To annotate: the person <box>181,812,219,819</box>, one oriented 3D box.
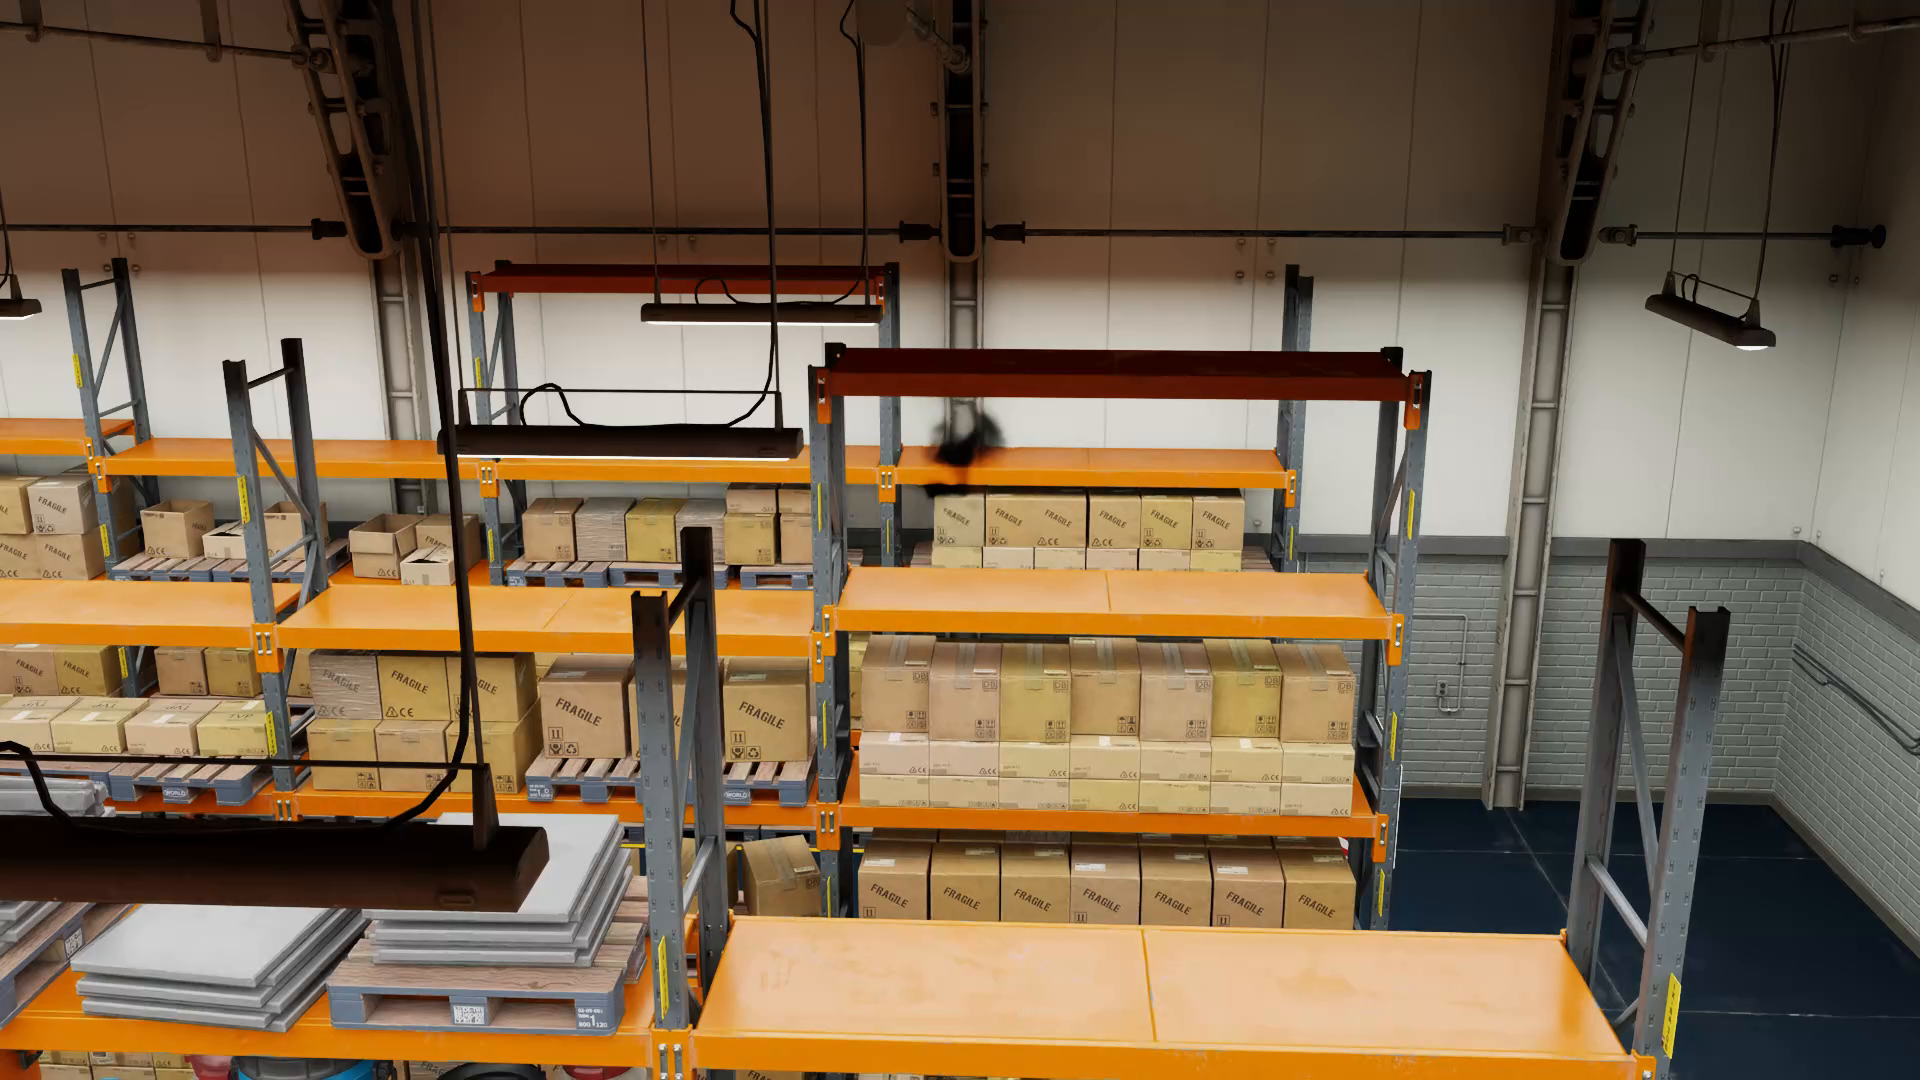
[{"bbox_3d":[-6.697,3.106,14.881,0.777,1.743,0.640,2,16,6],"label":"person"}]
